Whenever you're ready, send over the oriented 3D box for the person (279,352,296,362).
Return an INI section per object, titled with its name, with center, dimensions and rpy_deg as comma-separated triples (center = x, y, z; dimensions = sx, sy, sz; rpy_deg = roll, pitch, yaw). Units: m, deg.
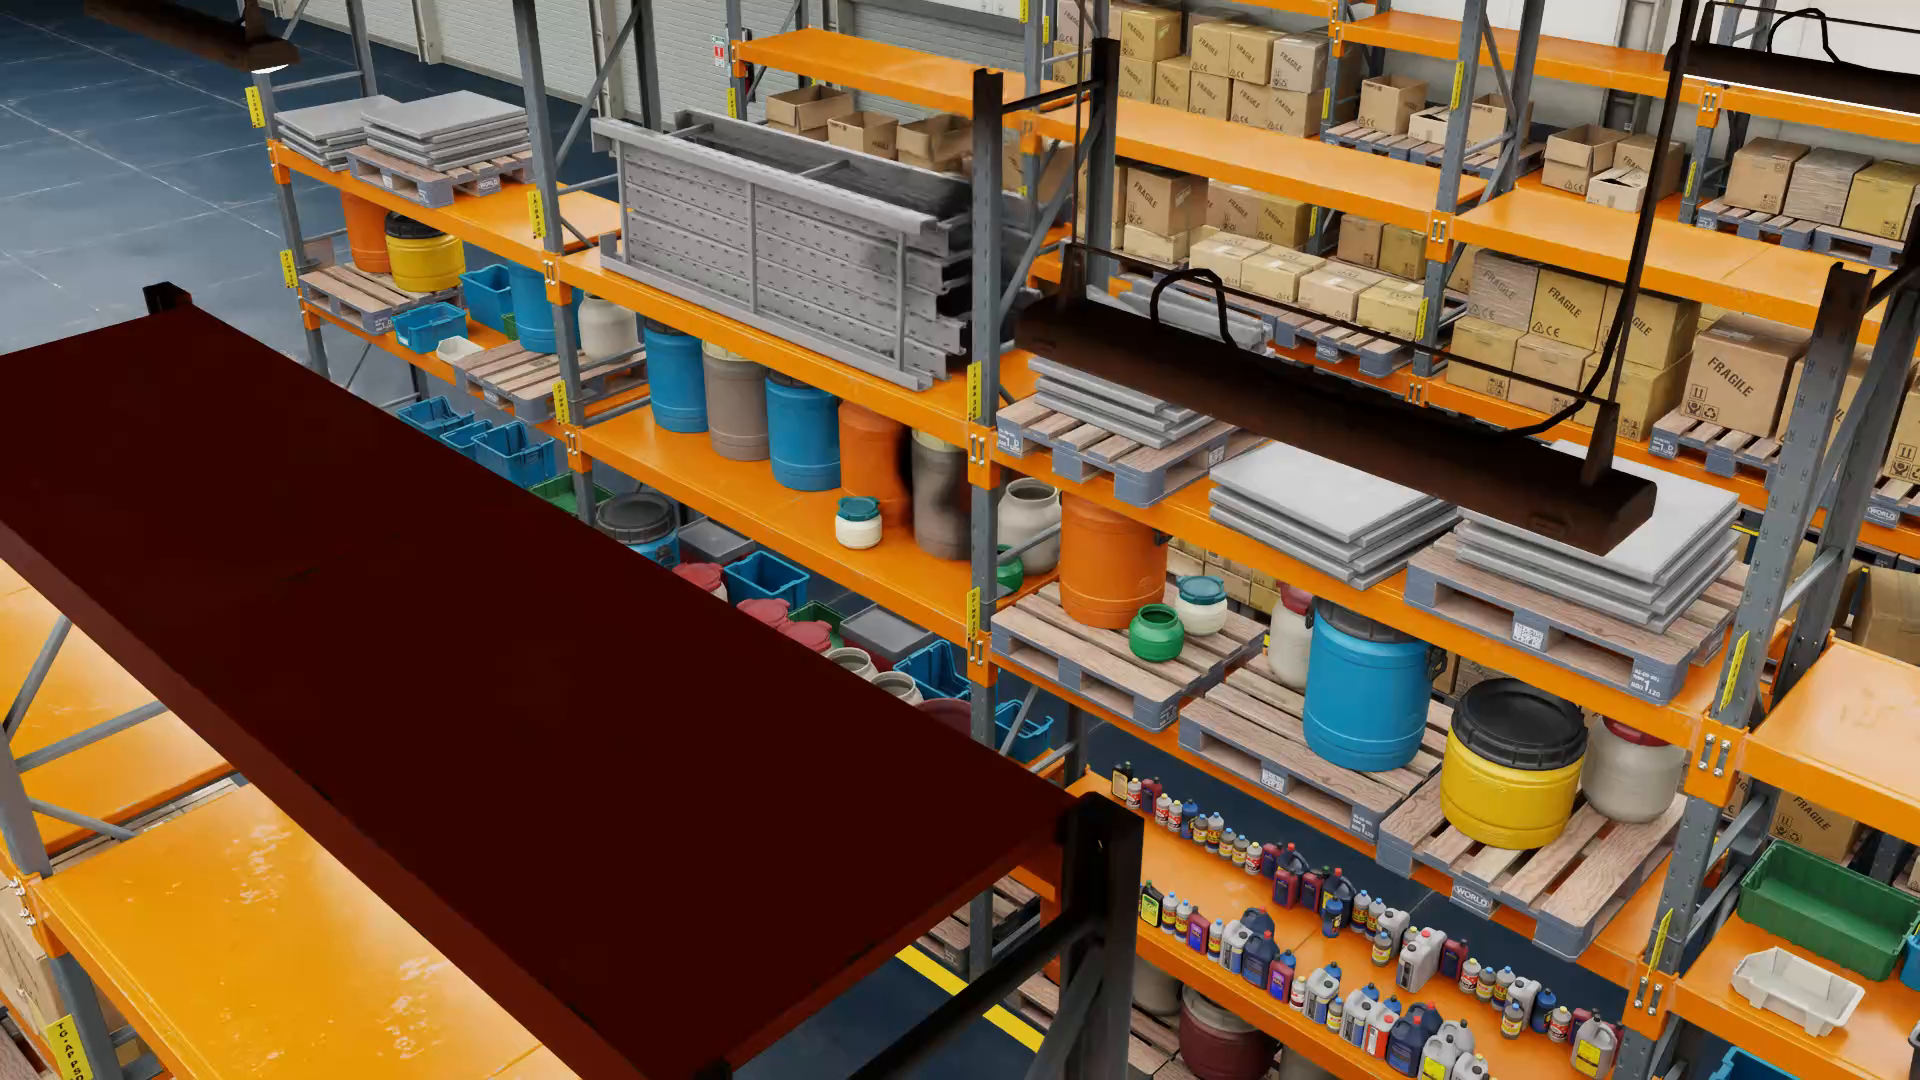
[person]
center = -6.609, -1.099, 16.526
dimensions = 0.526, 1.659, 0.593
rpy_deg = -5, 30, -9
